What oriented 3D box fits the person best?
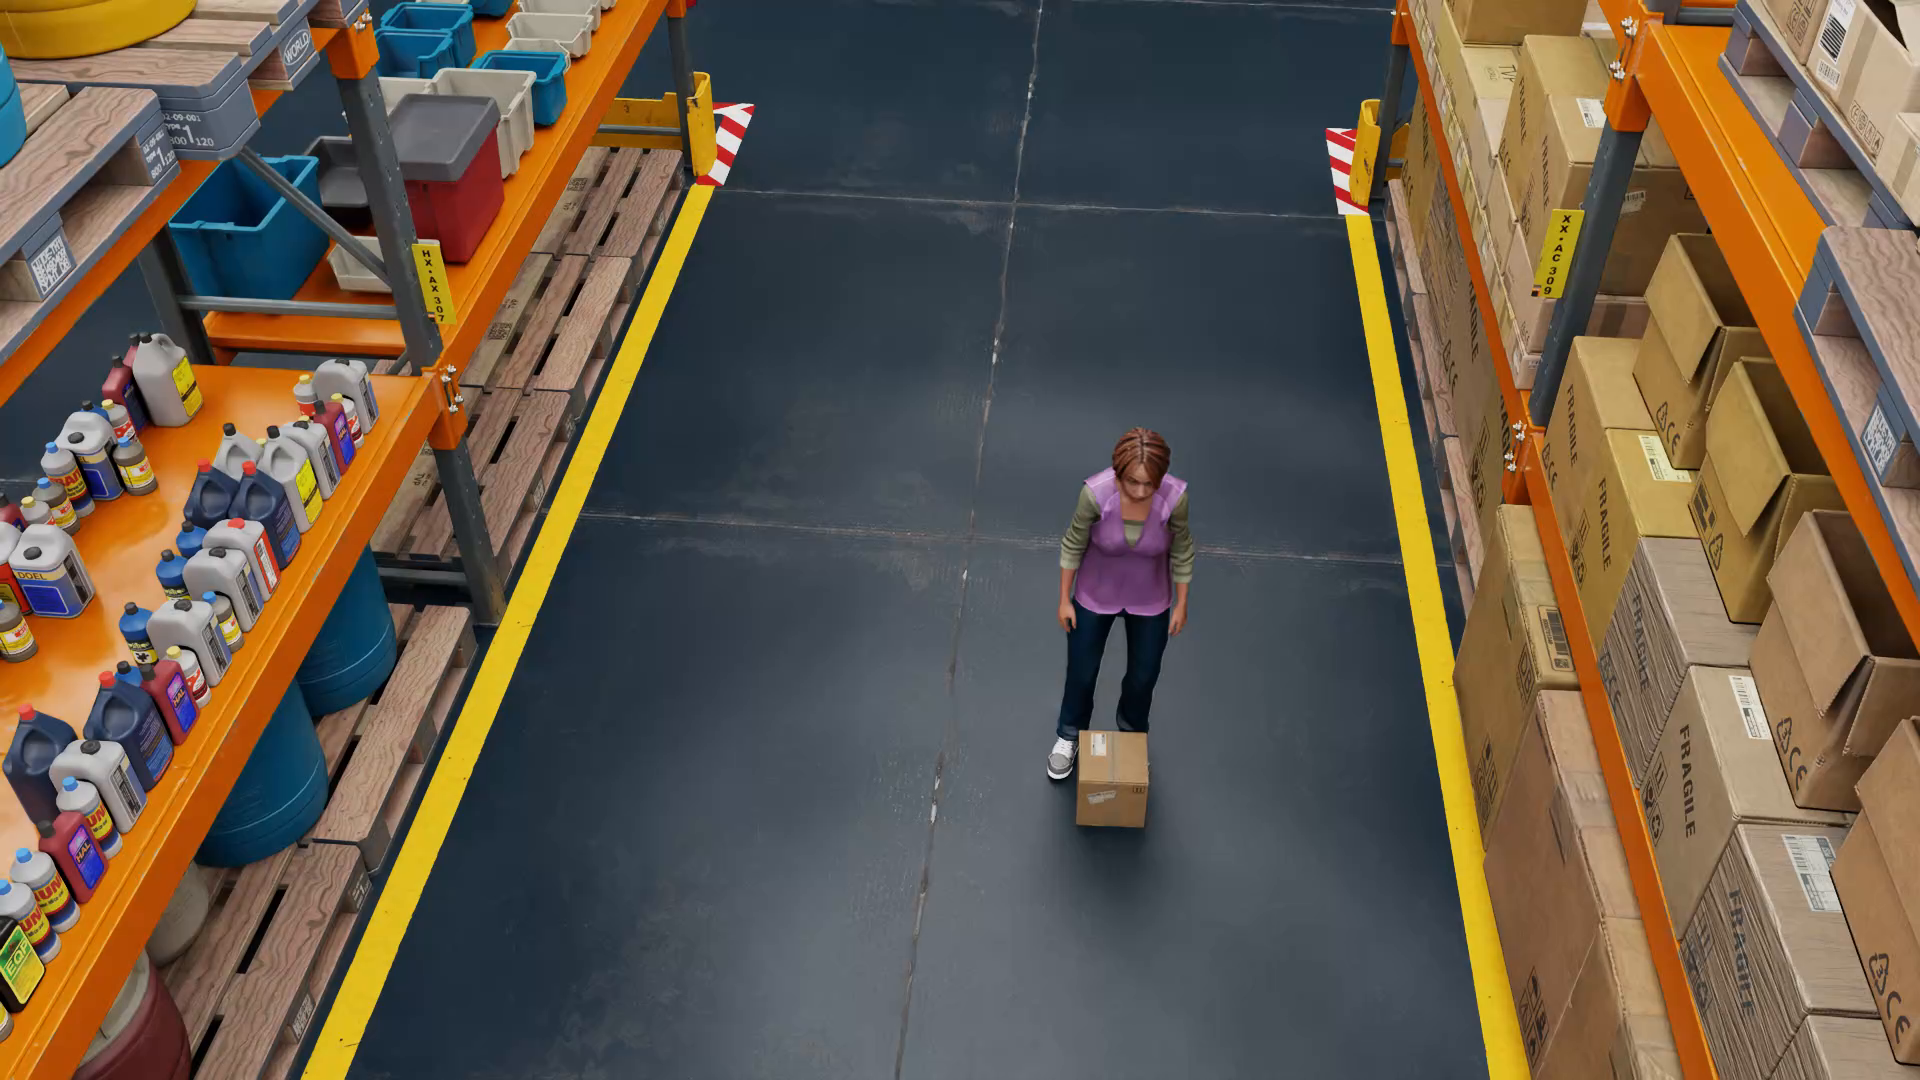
[{"bbox_3d":[0.575,0.225,5.904,0.476,1.592,0.348,2,41,3],"label":"person"}]
